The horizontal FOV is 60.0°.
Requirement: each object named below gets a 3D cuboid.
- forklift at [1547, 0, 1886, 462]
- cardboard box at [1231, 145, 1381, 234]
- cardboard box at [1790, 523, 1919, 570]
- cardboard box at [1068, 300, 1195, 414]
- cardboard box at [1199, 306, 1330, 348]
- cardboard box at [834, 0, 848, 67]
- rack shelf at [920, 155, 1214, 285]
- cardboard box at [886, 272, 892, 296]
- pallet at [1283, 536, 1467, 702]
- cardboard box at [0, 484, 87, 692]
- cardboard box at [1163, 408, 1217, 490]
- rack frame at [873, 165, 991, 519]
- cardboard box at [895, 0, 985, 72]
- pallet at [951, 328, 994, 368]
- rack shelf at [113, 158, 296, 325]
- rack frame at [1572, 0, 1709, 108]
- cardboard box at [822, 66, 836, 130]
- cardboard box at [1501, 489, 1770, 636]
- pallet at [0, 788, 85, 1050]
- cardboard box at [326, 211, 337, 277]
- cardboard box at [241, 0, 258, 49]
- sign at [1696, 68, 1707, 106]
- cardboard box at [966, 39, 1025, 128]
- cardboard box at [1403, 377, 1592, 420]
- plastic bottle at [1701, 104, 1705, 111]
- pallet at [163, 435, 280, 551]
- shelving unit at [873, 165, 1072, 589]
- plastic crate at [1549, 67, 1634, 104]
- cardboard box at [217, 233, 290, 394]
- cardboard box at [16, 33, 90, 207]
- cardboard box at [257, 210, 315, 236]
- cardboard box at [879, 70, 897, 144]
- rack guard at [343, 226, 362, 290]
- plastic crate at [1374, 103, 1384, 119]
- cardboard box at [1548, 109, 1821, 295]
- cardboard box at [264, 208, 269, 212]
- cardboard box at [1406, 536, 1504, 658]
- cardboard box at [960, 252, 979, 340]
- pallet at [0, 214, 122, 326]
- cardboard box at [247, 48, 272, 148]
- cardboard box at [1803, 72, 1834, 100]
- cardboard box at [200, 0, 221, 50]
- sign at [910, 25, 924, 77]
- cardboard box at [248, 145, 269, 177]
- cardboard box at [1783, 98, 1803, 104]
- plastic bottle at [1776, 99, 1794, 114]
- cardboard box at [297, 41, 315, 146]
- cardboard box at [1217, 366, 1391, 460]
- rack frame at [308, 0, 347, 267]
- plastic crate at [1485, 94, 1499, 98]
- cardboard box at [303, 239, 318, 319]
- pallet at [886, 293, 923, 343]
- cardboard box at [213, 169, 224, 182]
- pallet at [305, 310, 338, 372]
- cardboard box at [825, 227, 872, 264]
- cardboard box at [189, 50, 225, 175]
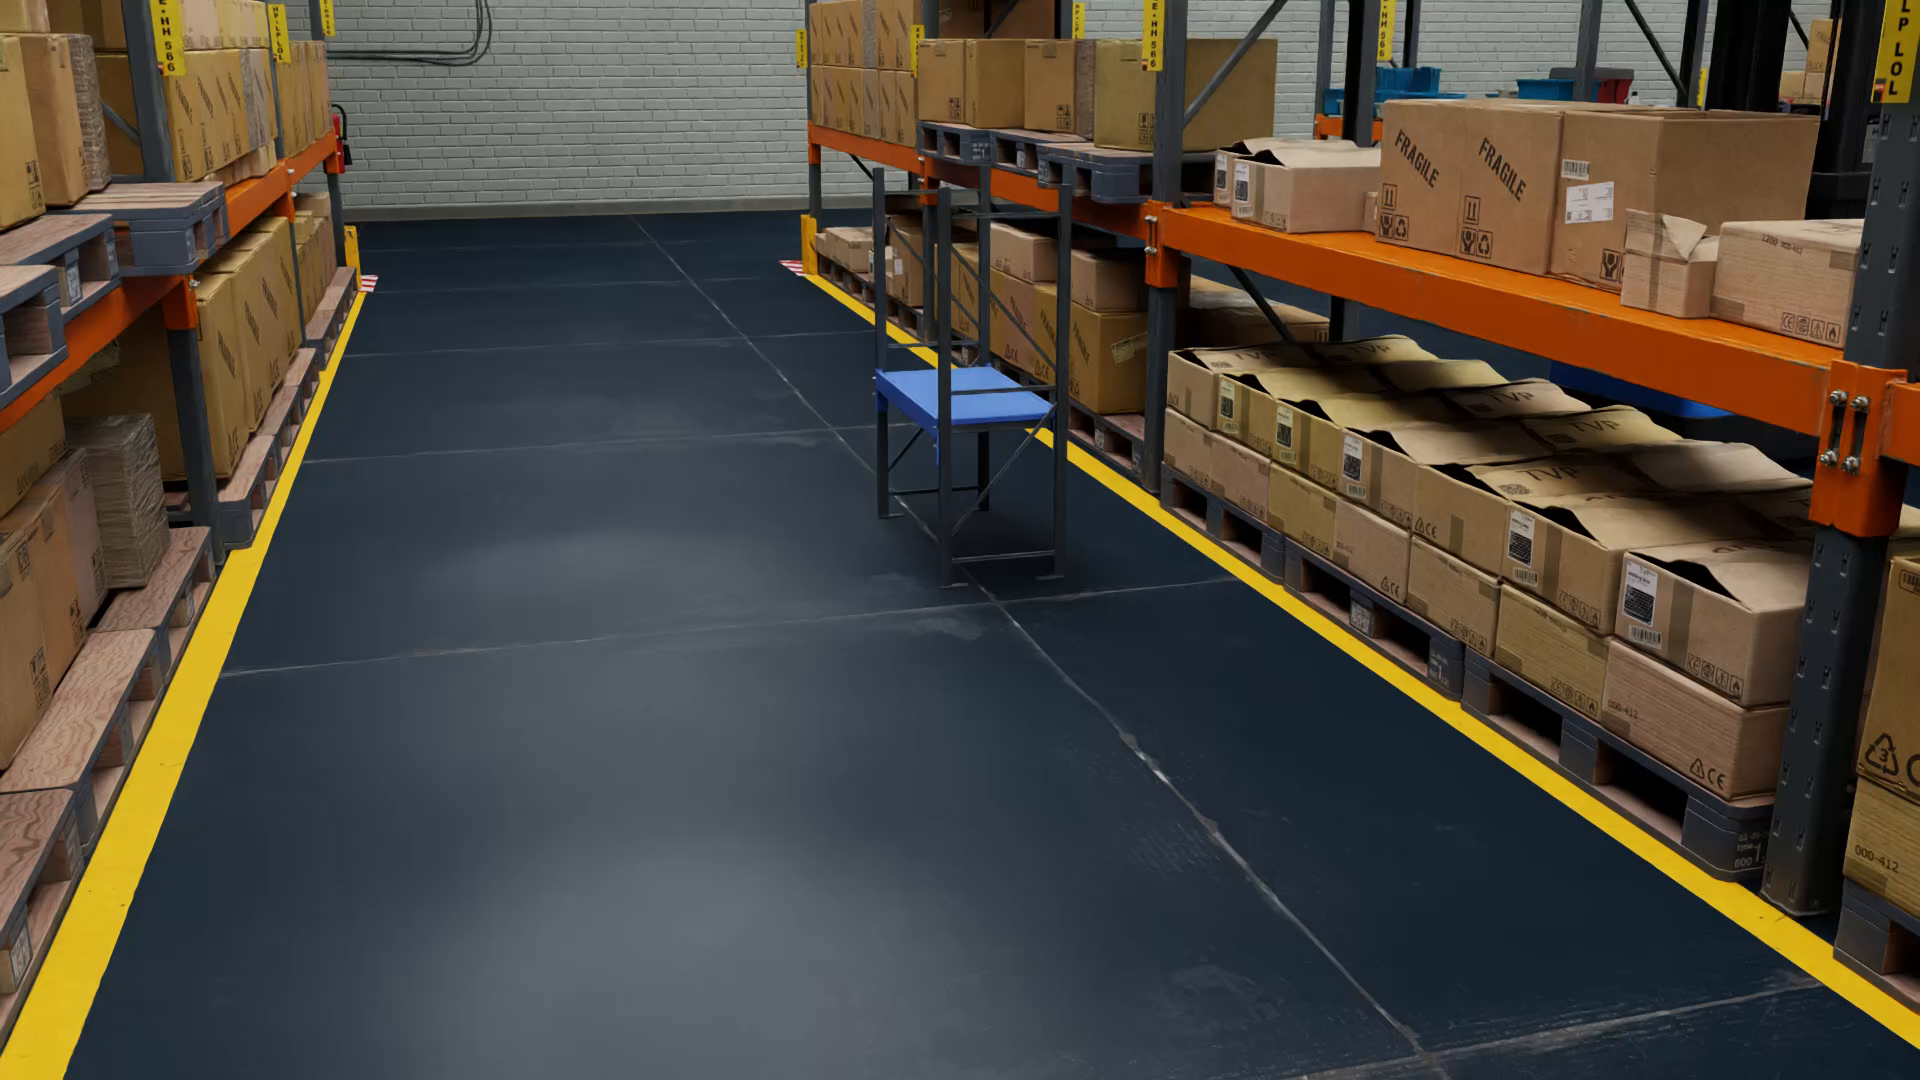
[{"bbox_3d":[4.596,-1.972,8.423,3.031,2.935,1.130,-7,18,-22],"label":"forklift"},{"bbox_3d":[1.405,-1.390,6.520,0.500,0.311,0.500,-5,17,-16],"label":"cardboard box"},{"bbox_3d":[2.570,0.124,4.399,0.500,0.311,0.500,-5,17,-15],"label":"cardboard box"},{"bbox_3d":[0.862,-0.949,8.478,0.500,0.500,0.500,-4,17,-13],"label":"cardboard box"},{"bbox_3d":[1.495,-0.857,8.173,0.500,0.500,0.500,-4,17,-13],"label":"cardboard box"},{"bbox_3d":[-0.701,-4.009,13.171,0.500,0.500,0.500,-4,17,-14],"label":"cardboard box"},{"bbox_3d":[0.795,-1.904,9.327,1.077,0.370,4.000,-5,17,-15],"label":"rack shelf"},{"bbox_3d":[-0.344,-1.881,12.192,0.380,0.149,0.250,-5,17,-15],"label":"cardboard box"},{"bbox_3d":[1.865,0.208,5.894,1.003,0.211,1.213,-5,17,-15],"label":"pallet"},{"bbox_3d":[-2.975,0.166,4.767,0.700,0.500,0.500,-5,17,-16],"label":"cardboard box"},{"bbox_3d":[1.207,-0.412,7.158,0.500,0.250,0.500,-5,17,-15],"label":"cardboard box"},{"bbox_3d":[-0.116,-0.835,7.126,0.500,1.500,0.032,-5,17,-15],"label":"rack frame"},{"bbox_3d":[-0.142,-3.448,11.305,0.500,0.500,0.500,-5,17,-15],"label":"cardboard box"},{"bbox_3d":[0.506,-1.244,10.728,1.003,0.211,1.213,-5,17,-15],"label":"pallet"},{"bbox_3d":[-3.967,-1.511,8.020,1.077,0.370,4.000,-5,17,-15],"label":"rack shelf"},{"bbox_3d":[5.009,-3.192,12.366,1.000,3.000,0.127,-5,17,-15],"label":"rack frame"},{"bbox_3d":[-0.838,-3.670,13.783,0.500,0.500,0.500,-5,17,-16],"label":"cardboard box"},{"bbox_3d":[1.908,0.025,4.728,0.500,0.311,0.500,-4,17,-14],"label":"cardboard box"},{"bbox_3d":[-2.533,0.924,3.509,1.003,0.211,1.213,-5,17,-15],"label":"pallet"},{"bbox_3d":[-5.327,-2.334,13.123,0.700,0.500,0.500,-5,17,-15],"label":"cardboard box"},{"bbox_3d":[-4.011,-2.717,8.754,0.500,0.250,0.500,-4,17,-14],"label":"cardboard box"},{"bbox_3d":[5.539,-3.368,12.469,0.100,0.325,0.005,-5,17,-15],"label":"sign"},{"bbox_3d":[0.411,-2.717,9.879,0.700,0.500,0.500,-2,17,-6],"label":"cardboard box"},{"bbox_3d":[2.011,-0.440,6.277,0.500,0.311,0.500,-5,17,-16],"label":"cardboard box"},{"bbox_3d":[5.429,-3.050,12.106,0.152,0.276,0.135,-5,17,-15],"label":"plastic bottle"},{"bbox_3d":[-3.561,-0.191,7.222,1.003,0.211,1.213,-5,17,-15],"label":"pallet"},{"bbox_3d":[0.023,-0.695,6.658,0.538,1.500,1.048,-5,17,-15],"label":"shelving unit"},{"bbox_3d":[5.005,-3.519,13.236,0.402,0.464,0.583,-5,17,-15],"label":"plastic crate"},{"bbox_3d":[-3.965,-1.166,8.625,0.750,0.750,0.750,-4,17,-14],"label":"cardboard box"},{"bbox_3d":[-3.099,-1.280,5.060,0.700,0.500,0.500,-6,18,-20],"label":"cardboard box"},{"bbox_3d":[-4.685,-2.192,11.524,0.380,0.149,0.250,-5,17,-17],"label":"cardboard box"},{"bbox_3d":[-0.281,-3.110,11.918,0.500,0.500,0.500,-4,17,-14],"label":"cardboard box"},{"bbox_3d":[-5.622,-2.325,13.823,1.175,0.500,0.348,-5,17,-15],"label":"rack guard"},{"bbox_3d":[3.856,-3.824,14.823,0.250,0.136,0.298,-5,17,-15],"label":"plastic crate"},{"bbox_3d":[2.104,-0.996,4.881,0.500,0.500,0.500,-3,17,-11],"label":"cardboard box"},{"bbox_3d":[-5.275,-2.384,12.161,0.380,0.149,0.250,-4,17,-14],"label":"cardboard box"},{"bbox_3d":[1.773,0.153,5.277,0.500,0.250,0.500,-4,17,-14],"label":"cardboard box"},{"bbox_3d":[0.302,-1.516,10.364,0.500,0.500,0.500,-4,17,-14],"label":"cardboard box"},{"bbox_3d":[-2.834,-0.667,4.290,1.003,0.211,1.213,-5,17,-15],"label":"pallet"},{"bbox_3d":[-3.997,-2.361,8.872,0.500,0.500,0.500,-5,17,-15],"label":"cardboard box"},{"bbox_3d":[8.694,-4.464,16.342,0.500,0.250,0.500,-5,17,-16],"label":"cardboard box"},{"bbox_3d":[-3.583,-2.294,7.347,0.500,0.250,0.500,-5,17,-15],"label":"cardboard box"},{"bbox_3d":[-0.274,-3.171,10.791,0.100,0.325,0.005,-5,17,-15],"label":"sign"},{"bbox_3d":[-3.902,-2.016,8.850,0.380,0.149,0.250,-5,17,-15],"label":"cardboard box"},{"bbox_3d":[8.525,-4.375,16.739,0.380,0.149,0.250,-5,17,-16],"label":"cardboard box"},{"bbox_3d":[5.182,-2.592,10.453,0.144,0.351,0.185,-5,17,-15],"label":"plastic bottle"},{"bbox_3d":[-5.054,-3.107,11.560,0.980,0.700,0.700,-6,18,-18],"label":"cardboard box"},{"bbox_3d":[1.359,-0.536,6.596,0.500,0.311,0.500,-5,17,-17],"label":"cardboard box"},{"bbox_3d":[-5.615,-3.516,13.442,1.000,3.000,0.127,-5,17,-15],"label":"rack frame"},{"bbox_3d":[4.721,-3.700,14.241,0.416,0.233,0.300,-5,17,-15],"label":"plastic crate"},{"bbox_3d":[-4.758,-1.767,11.237,0.700,0.500,0.500,-5,17,-16],"label":"cardboard box"},{"bbox_3d":[0.058,-1.656,12.099,1.003,0.211,1.213,-5,17,-15],"label":"pallet"},{"bbox_3d":[-3.717,-1.725,7.882,0.380,0.149,0.250,-5,17,-15],"label":"cardboard box"},{"bbox_3d":[-4.650,-1.290,10.880,1.003,0.211,1.213,-5,17,-15],"label":"pallet"},{"bbox_3d":[-0.839,-2.491,14.045,0.500,0.250,0.500,-5,17,-15],"label":"cardboard box"},{"bbox_3d":[-3.439,-1.803,7.014,0.500,0.500,0.500,-4,17,-13],"label":"cardboard box"}]
